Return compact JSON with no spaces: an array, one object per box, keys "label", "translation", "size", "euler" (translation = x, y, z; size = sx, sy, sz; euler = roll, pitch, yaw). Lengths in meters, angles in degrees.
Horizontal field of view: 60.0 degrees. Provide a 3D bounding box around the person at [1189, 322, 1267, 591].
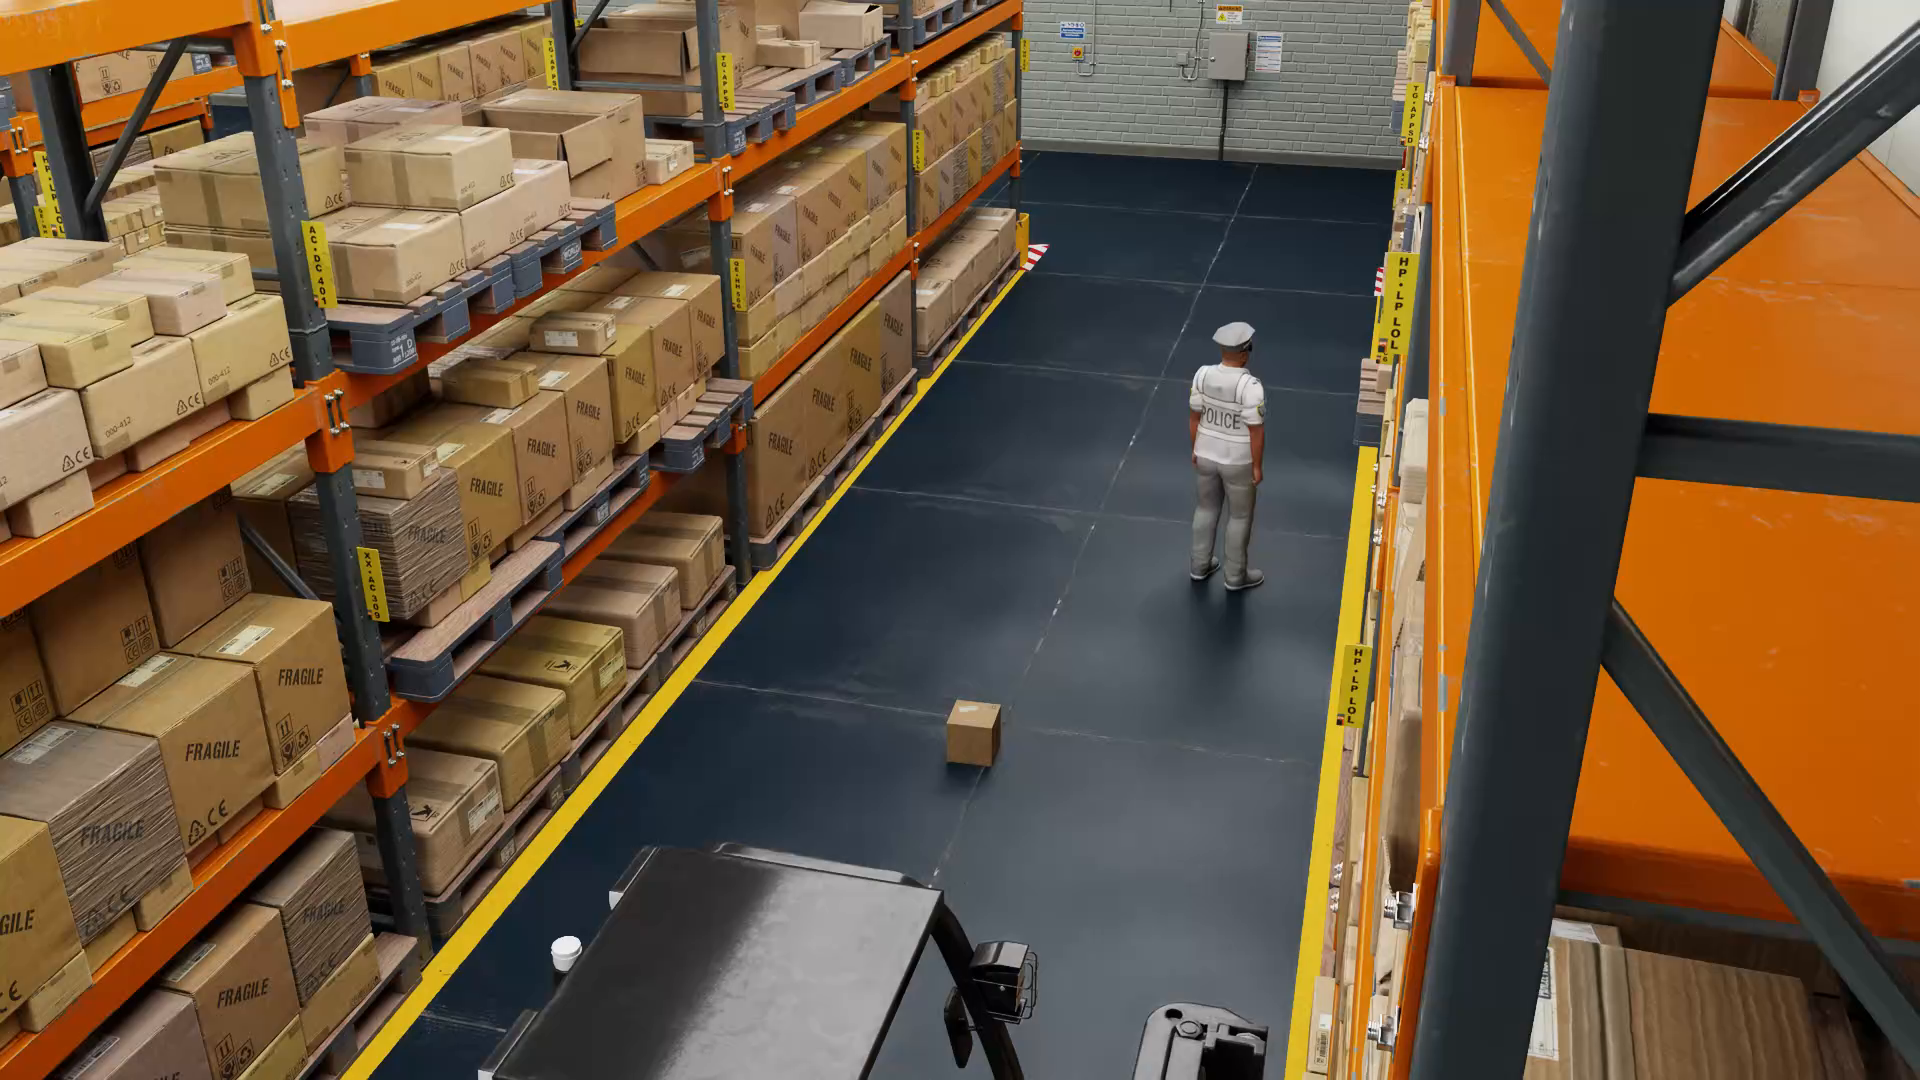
[{"label":"person","translation":[1.735,-0.541,10.729],"size":[0.527,1.773,0.395],"euler":[19,31,35]}]
